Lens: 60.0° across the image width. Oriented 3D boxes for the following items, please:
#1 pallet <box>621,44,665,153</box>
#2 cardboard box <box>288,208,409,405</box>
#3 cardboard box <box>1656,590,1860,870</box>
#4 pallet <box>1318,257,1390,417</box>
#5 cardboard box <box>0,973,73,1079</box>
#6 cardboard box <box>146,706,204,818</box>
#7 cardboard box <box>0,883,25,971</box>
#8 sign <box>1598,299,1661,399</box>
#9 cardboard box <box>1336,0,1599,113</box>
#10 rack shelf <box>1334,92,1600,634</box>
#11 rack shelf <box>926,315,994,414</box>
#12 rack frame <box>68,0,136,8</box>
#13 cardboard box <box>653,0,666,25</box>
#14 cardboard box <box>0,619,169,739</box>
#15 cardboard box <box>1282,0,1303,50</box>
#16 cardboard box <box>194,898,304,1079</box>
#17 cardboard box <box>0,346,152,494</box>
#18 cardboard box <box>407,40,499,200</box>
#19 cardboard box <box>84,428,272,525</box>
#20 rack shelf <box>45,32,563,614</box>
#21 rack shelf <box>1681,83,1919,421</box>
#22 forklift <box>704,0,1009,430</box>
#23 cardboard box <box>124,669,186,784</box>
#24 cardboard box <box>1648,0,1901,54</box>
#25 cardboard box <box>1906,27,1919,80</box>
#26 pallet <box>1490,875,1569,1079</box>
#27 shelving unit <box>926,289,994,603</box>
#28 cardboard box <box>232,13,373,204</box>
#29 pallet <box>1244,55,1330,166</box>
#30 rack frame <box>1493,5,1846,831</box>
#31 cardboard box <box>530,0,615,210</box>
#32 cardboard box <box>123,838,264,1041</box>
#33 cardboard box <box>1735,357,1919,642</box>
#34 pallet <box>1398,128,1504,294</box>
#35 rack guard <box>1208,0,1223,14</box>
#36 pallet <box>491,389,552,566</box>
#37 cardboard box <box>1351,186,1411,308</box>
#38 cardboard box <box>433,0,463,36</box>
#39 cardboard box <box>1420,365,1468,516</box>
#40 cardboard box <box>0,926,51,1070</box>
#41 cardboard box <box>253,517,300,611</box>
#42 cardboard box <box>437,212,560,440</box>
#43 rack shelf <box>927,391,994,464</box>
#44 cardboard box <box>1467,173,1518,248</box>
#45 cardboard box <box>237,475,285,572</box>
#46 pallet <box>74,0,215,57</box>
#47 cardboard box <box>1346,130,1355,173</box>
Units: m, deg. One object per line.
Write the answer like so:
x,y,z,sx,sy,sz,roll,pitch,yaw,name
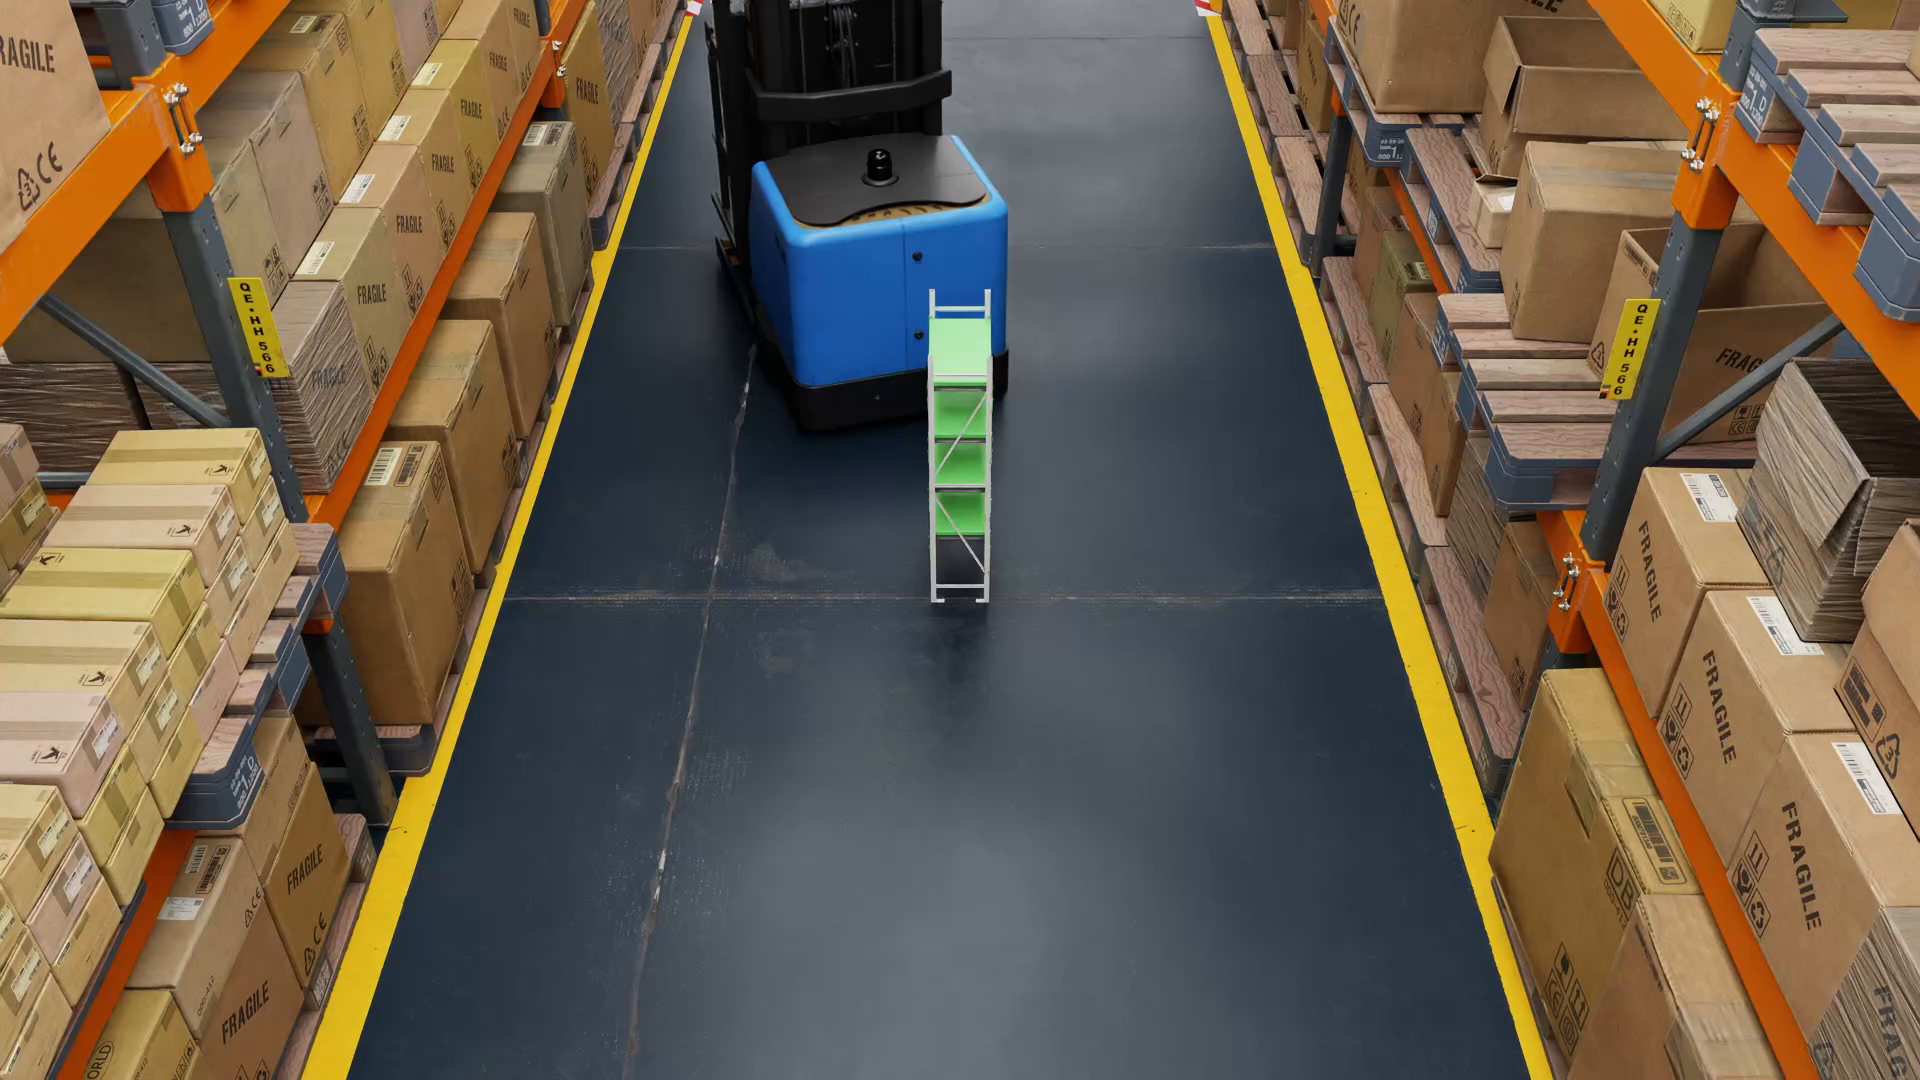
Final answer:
-2.475,-2.829,10.612,1.003,0.211,1.213,0,39,0,pallet
-2.277,-0.814,5.787,0.500,0.500,0.500,0,39,0,cardboard box
2.148,0.472,4.183,0.500,0.500,0.500,-1,39,-1,cardboard box
2.414,-1.042,8.382,1.003,0.211,1.213,0,39,0,pallet
-2.083,1.039,3.420,0.380,0.149,0.250,-2,39,-2,cardboard box
-2.087,0.539,4.044,0.380,0.149,0.250,-1,39,-1,cardboard box
-2.086,0.804,3.237,0.380,0.149,0.250,1,39,1,cardboard box
1.874,-0.531,4.651,0.100,0.325,0.005,0,39,0,sign
2.273,-2.518,7.178,1.000,1.000,1.000,0,39,0,cardboard box
2.414,-1.086,6.782,1.077,0.370,4.000,0,39,0,rack shelf
0.000,-0.689,6.485,0.258,0.148,0.480,0,39,0,rack shelf
-2.544,-2.517,3.194,1.000,3.000,0.127,0,39,0,rack frame
-2.486,-4.089,11.317,0.875,0.875,0.875,0,39,0,cardboard box
-2.082,0.320,3.841,0.380,0.149,0.250,1,39,1,cardboard box
2.426,-3.543,10.935,0.500,0.500,0.500,10,40,12,cardboard box
-2.284,1.372,4.802,0.500,0.500,0.500,1,39,2,cardboard box
-2.813,-0.496,5.390,0.500,0.500,0.500,0,39,0,cardboard box
-2.279,-1.758,6.965,0.500,0.500,0.500,0,39,0,cardboard box
-2.085,-0.167,4.450,0.380,0.149,0.250,-1,39,-2,cardboard box
-2.546,-1.146,6.856,1.077,0.370,4.000,0,39,0,rack shelf
2.419,0.245,2.722,1.077,0.370,4.000,0,39,0,rack shelf
-0.698,-2.583,8.130,1.130,2.935,3.031,-11,40,-14,forklift
-2.083,0.439,3.931,0.380,0.149,0.250,0,39,0,cardboard box
2.171,-1.525,4.476,0.500,0.250,0.500,0,39,0,cardboard box
2.489,-1.109,3.418,0.797,0.503,0.637,2,39,3,cardboard box
2.342,1.465,5.253,1.003,0.211,1.213,0,39,0,pallet
0.000,-0.365,6.746,0.258,1.200,0.503,0,39,0,shelving unit
-2.539,-1.523,5.872,0.700,0.500,0.500,-1,39,-1,cardboard box
2.372,-2.714,10.468,1.003,0.211,1.213,0,39,0,pallet
2.417,-0.116,4.996,1.000,3.000,0.127,0,39,0,rack frame
-2.479,-2.405,9.216,0.875,0.875,0.875,1,39,1,cardboard box
-2.269,1.087,4.559,0.500,0.250,0.500,0,39,1,cardboard box
2.401,-0.089,4.081,0.797,0.503,0.637,1,39,1,cardboard box
2.373,-1.279,6.601,1.003,0.211,1.213,0,39,0,pallet
2.407,-4.096,11.961,1.175,0.500,0.348,0,39,0,rack guard
-2.468,-0.342,7.507,1.003,0.211,1.213,0,39,0,pallet
2.391,-1.430,8.282,0.700,0.500,0.500,-3,39,-4,cardboard box
-2.539,-2.474,7.059,0.700,0.500,0.500,-1,39,-1,cardboard box
2.375,-0.433,7.038,0.700,0.500,0.500,3,39,4,cardboard box
-2.083,0.919,3.332,0.380,0.149,0.250,-1,39,-1,cardboard box
-2.083,0.067,4.633,0.380,0.149,0.250,1,39,1,cardboard box
-2.460,-0.972,7.527,1.050,0.750,0.750,0,39,0,cardboard box
0.000,-0.502,6.636,0.258,0.148,0.480,0,39,0,rack shelf
2.145,-1.270,6.208,0.396,0.266,0.258,-1,39,-1,cardboard box
-2.088,-0.049,4.540,0.380,0.149,0.250,1,39,1,cardboard box
-2.597,-1.675,4.694,1.213,0.211,1.003,2,39,2,pallet
2.443,-2.414,9.527,0.500,0.500,0.500,12,40,14,cardboard box
